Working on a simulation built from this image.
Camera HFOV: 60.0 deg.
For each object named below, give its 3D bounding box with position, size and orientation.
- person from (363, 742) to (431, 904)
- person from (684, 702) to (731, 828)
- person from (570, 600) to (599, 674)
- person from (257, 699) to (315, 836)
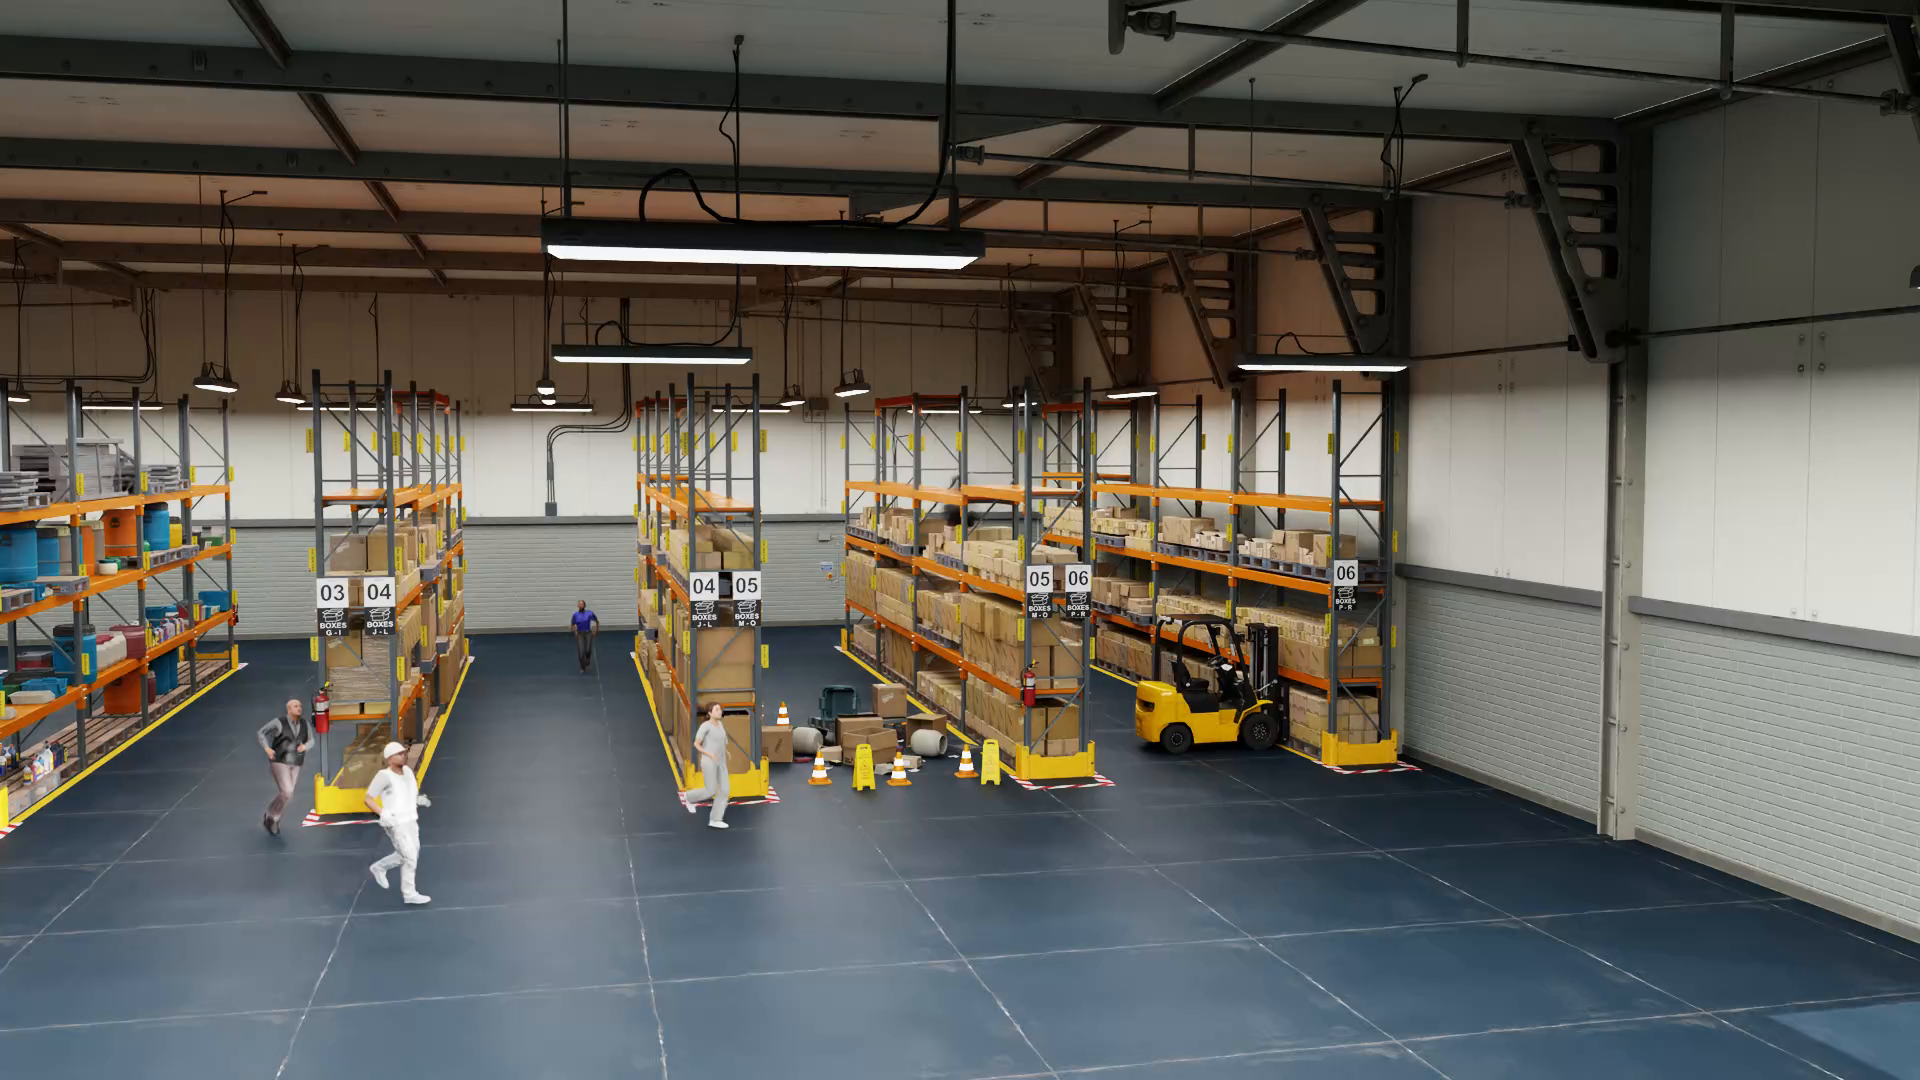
[{"bbox_3d":[-6.151,3.080,18.151,0.826,1.750,0.696,1,3,17],"label":"person"},{"bbox_3d":[-3.265,2.934,21.872,0.768,1.637,0.571,2,4,35],"label":"person"},{"bbox_3d":[-8.204,2.114,36.305,0.599,1.621,0.625,0,3,-5],"label":"person"},{"bbox_3d":[-8.705,2.918,21.521,0.653,1.713,0.663,2,4,35],"label":"person"}]
